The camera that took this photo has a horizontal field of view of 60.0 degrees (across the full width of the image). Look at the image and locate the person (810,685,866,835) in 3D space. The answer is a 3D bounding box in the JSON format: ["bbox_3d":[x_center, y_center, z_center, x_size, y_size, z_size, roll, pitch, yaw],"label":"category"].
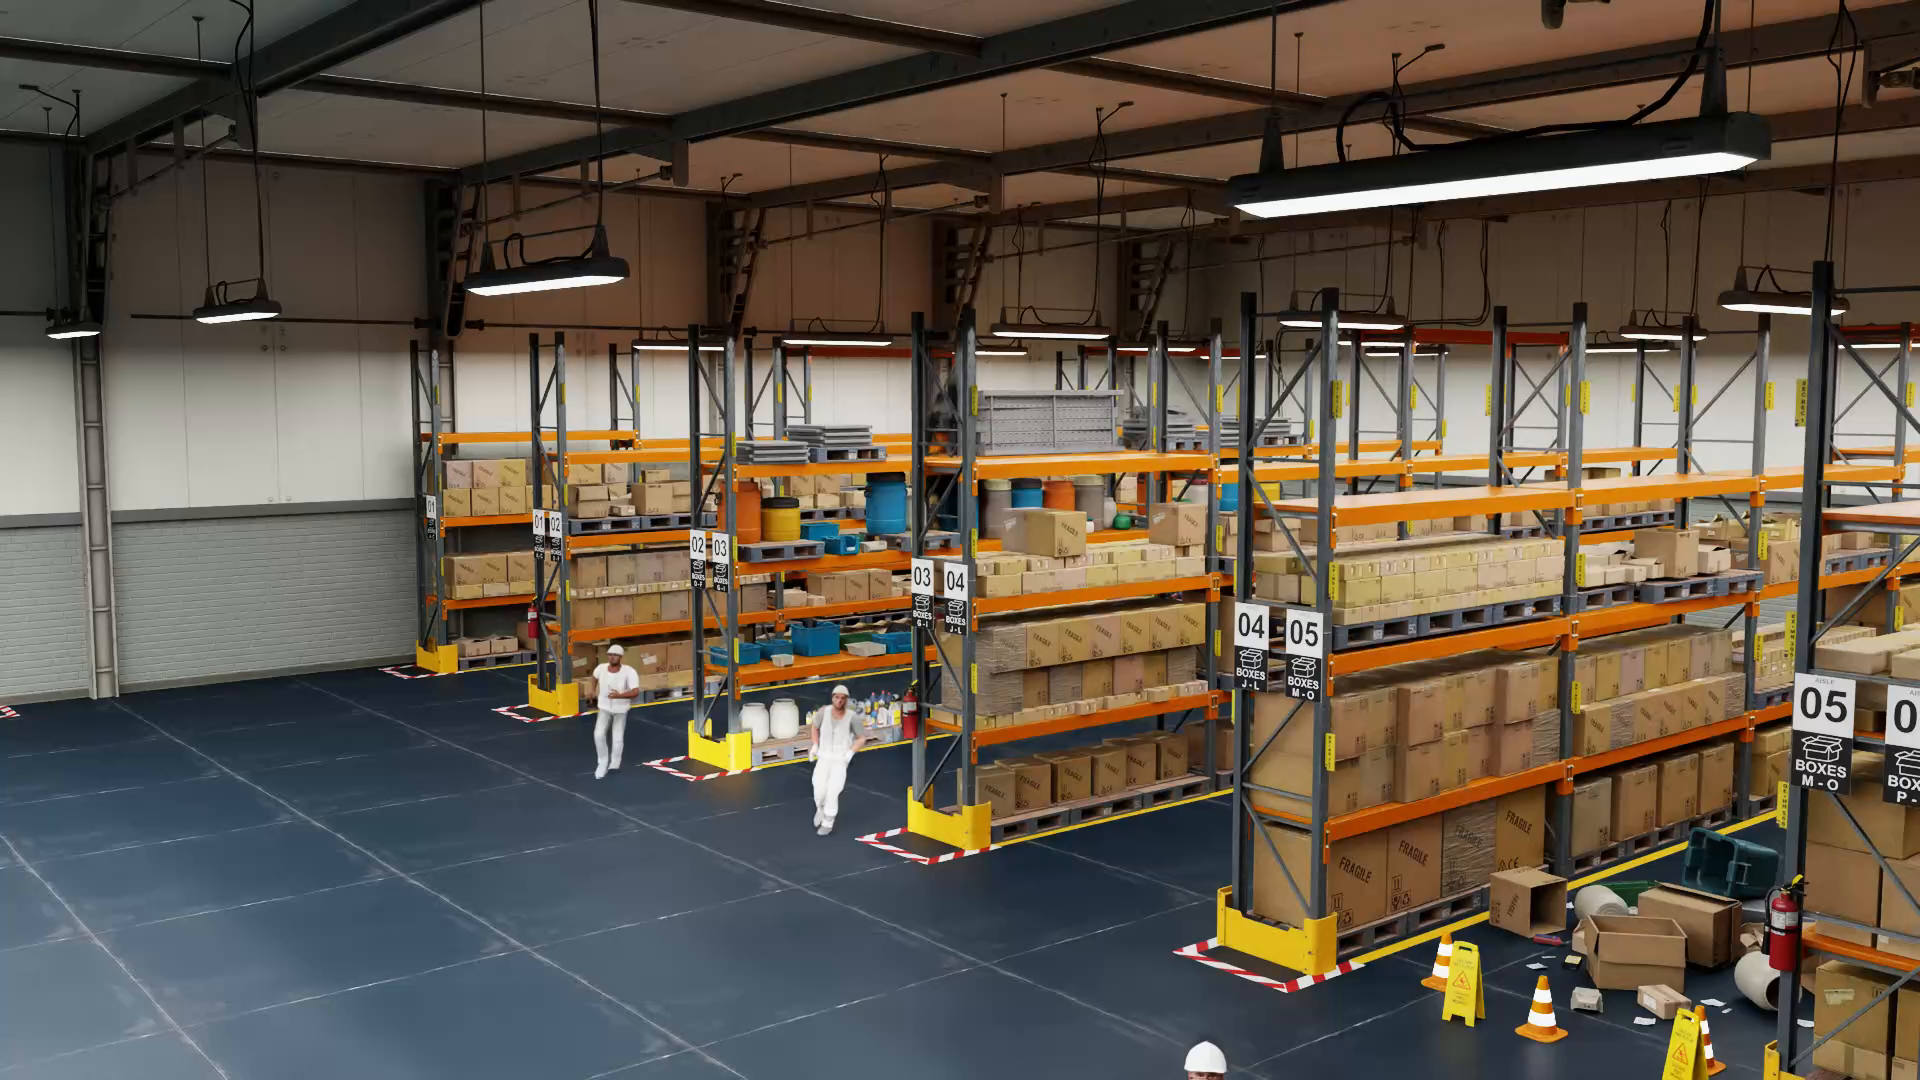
[{"bbox_3d":[-1.419,2.528,19.157,0.660,1.735,0.574,1,5,7],"label":"person"}]

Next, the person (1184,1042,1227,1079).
[{"bbox_3d":[1.266,3.486,8.668,0.668,1.750,0.912,1,5,8],"label":"person"}]

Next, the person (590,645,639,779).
[{"bbox_3d":[-4.578,2.254,22.018,0.690,1.758,0.717,0,5,0],"label":"person"}]
